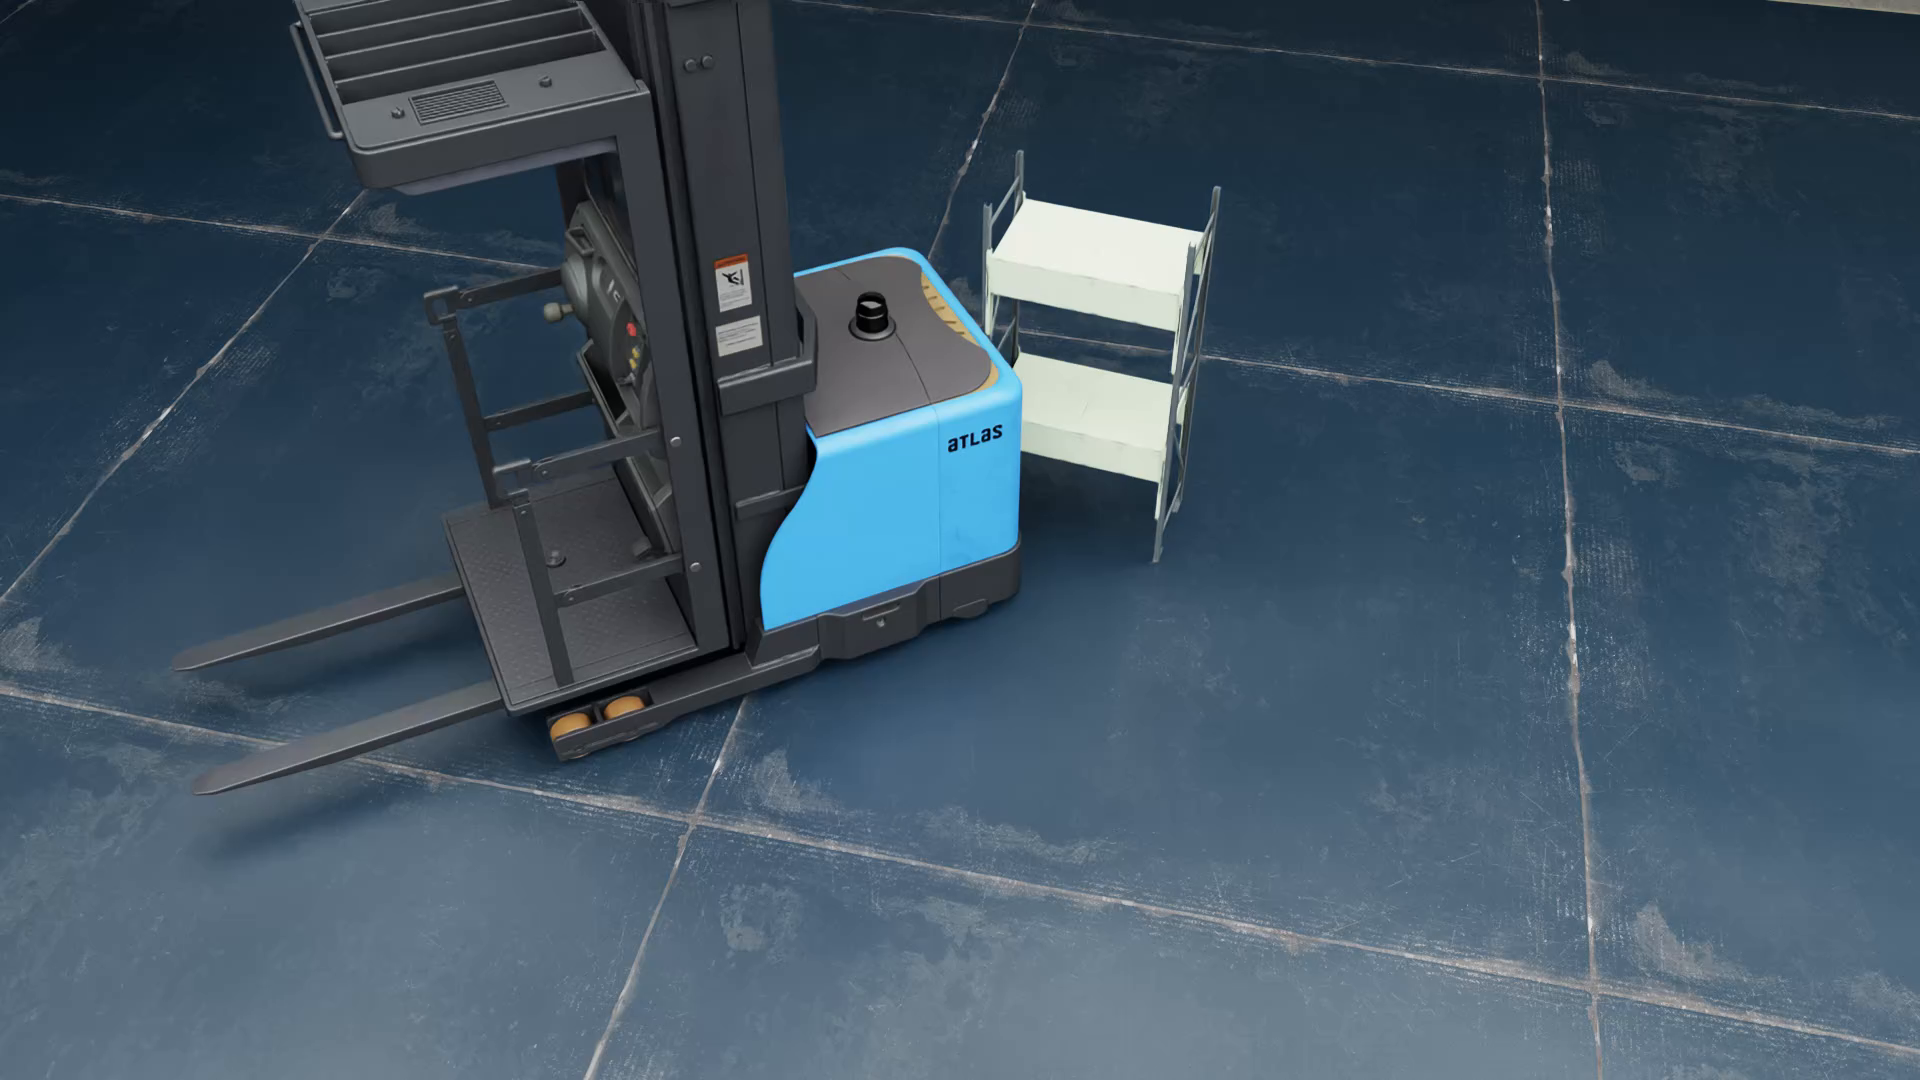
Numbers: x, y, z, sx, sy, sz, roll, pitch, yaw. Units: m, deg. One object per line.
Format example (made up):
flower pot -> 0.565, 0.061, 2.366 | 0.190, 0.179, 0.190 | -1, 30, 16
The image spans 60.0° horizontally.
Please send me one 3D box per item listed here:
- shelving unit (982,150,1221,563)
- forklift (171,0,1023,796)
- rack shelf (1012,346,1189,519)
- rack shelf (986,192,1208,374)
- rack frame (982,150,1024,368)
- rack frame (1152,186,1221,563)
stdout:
shelving unit -> 0.502, -0.665, 6.359 | 0.755, 1.500, 0.431 | 14, 46, 14
forklift -> -1.325, -0.696, 5.359 | 3.031, 2.935, 1.130 | -18, 47, -18
rack shelf -> 0.502, -0.430, 6.586 | 0.720, 0.370, 0.431 | 14, 46, 14
rack shelf -> 0.502, -0.946, 6.089 | 0.720, 0.370, 0.431 | 14, 46, 14
rack frame -> 0.157, -0.750, 6.447 | 0.023, 1.500, 0.400 | 14, 46, 14
rack frame -> 0.847, -0.581, 6.272 | 0.023, 1.500, 0.400 | 14, 46, 14
